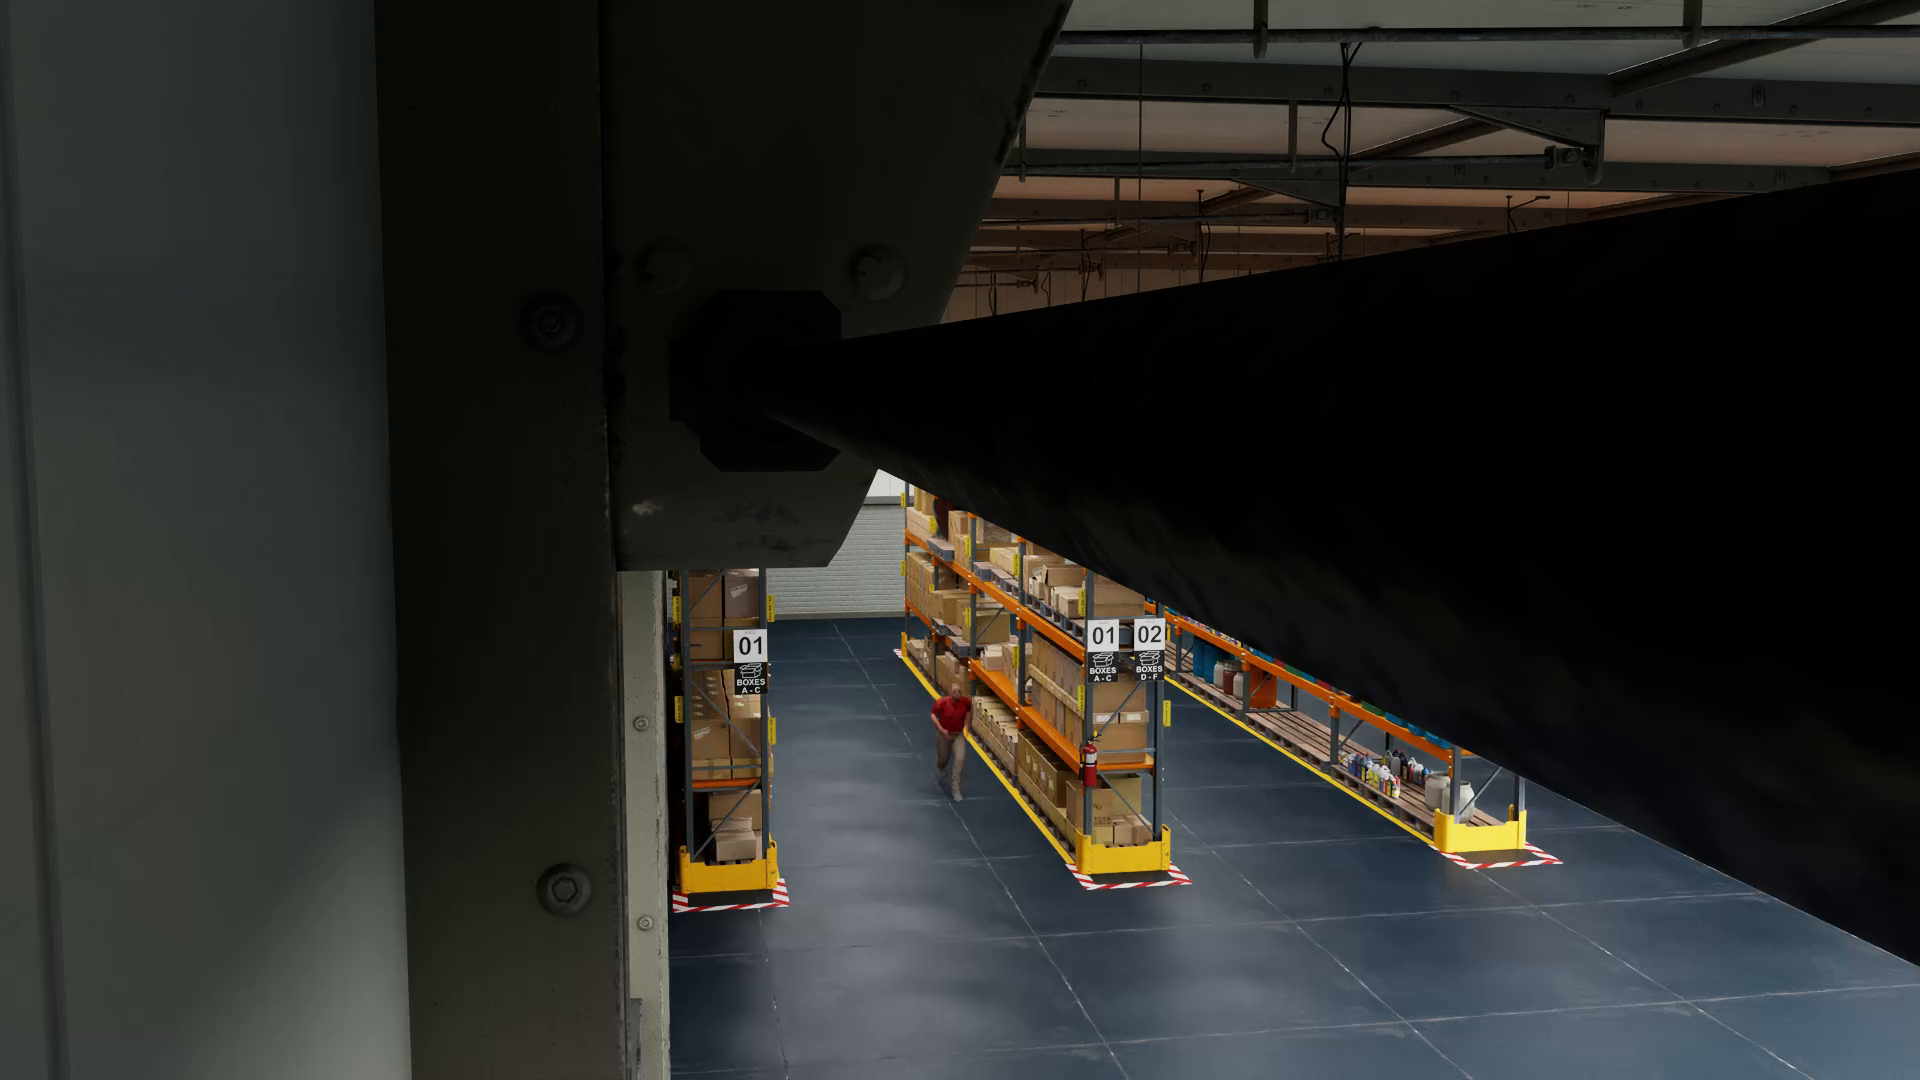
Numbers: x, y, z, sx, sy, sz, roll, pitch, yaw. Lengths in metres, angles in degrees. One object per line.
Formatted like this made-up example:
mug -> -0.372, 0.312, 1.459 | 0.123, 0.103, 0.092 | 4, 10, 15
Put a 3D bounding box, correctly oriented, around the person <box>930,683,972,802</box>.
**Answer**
person -> -0.137, 2.944, 24.720 | 0.662, 1.732, 1.077 | -1, 6, -13
